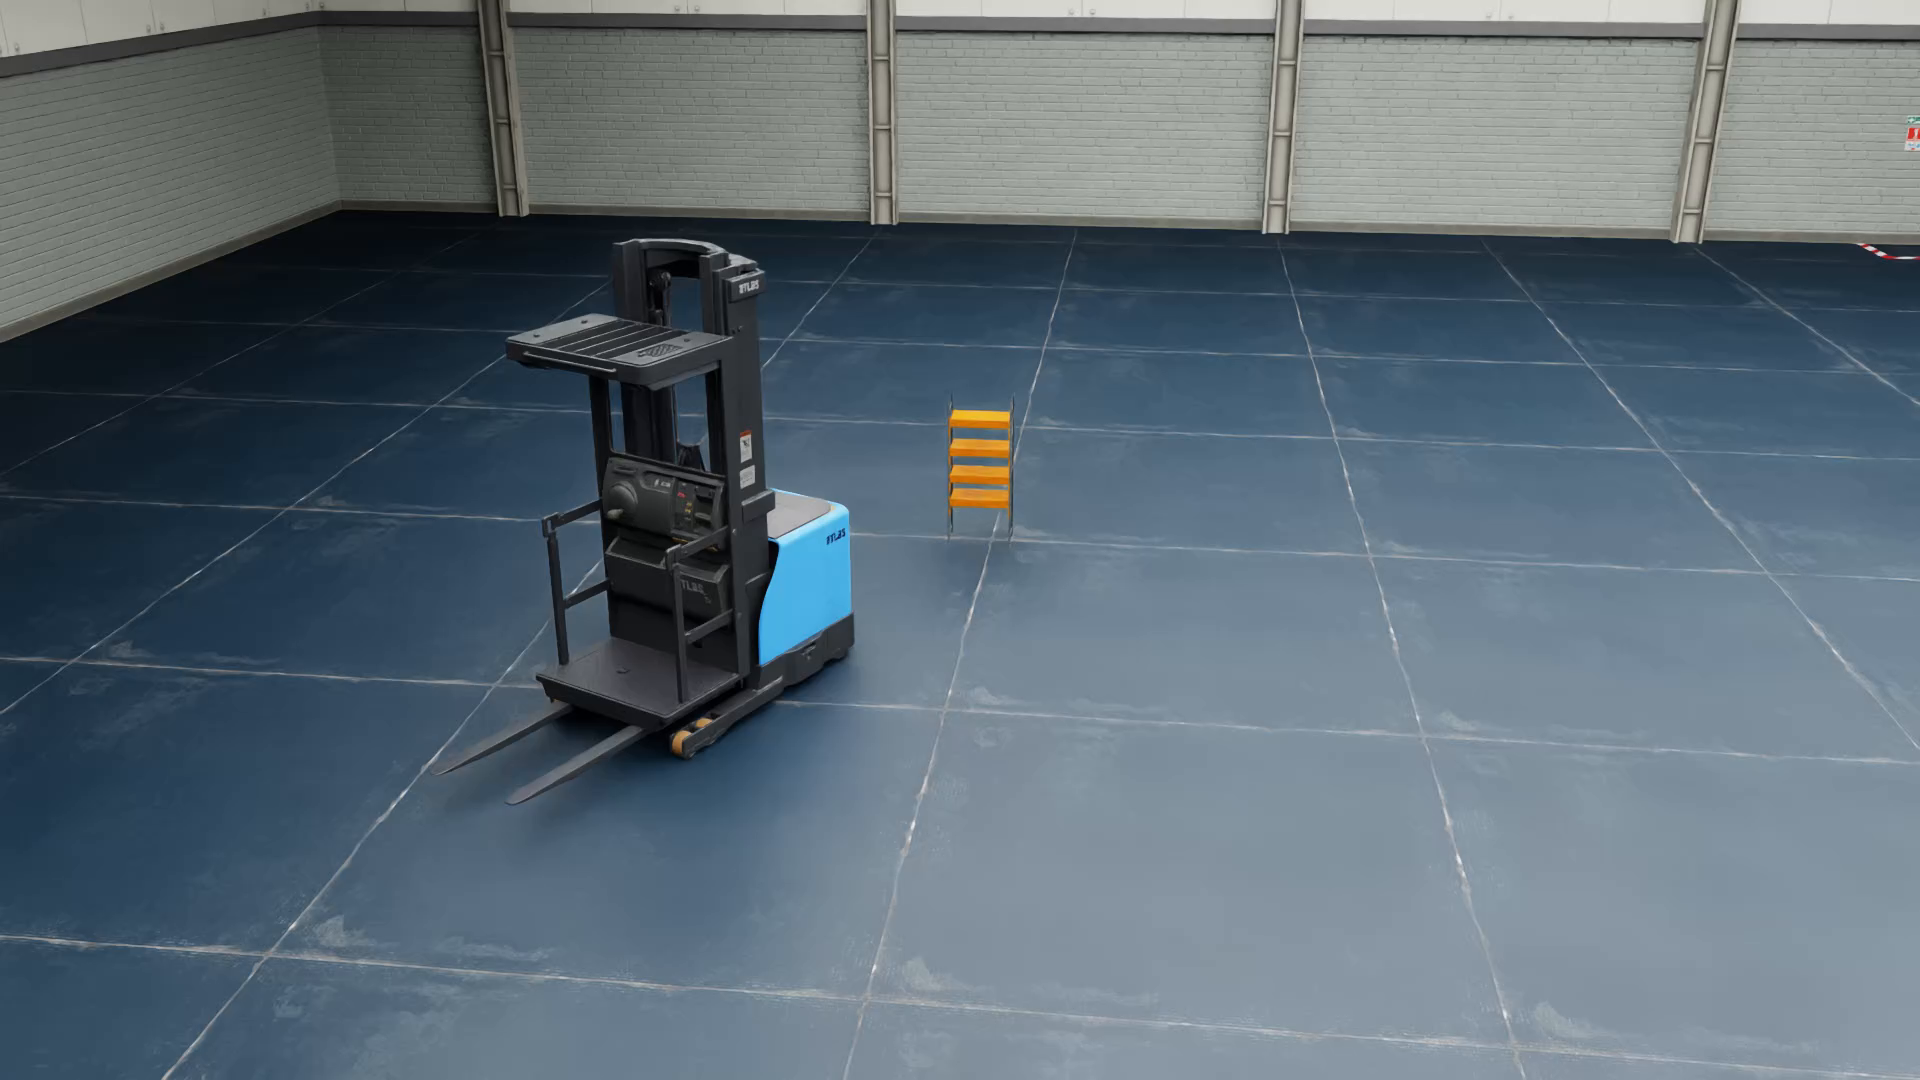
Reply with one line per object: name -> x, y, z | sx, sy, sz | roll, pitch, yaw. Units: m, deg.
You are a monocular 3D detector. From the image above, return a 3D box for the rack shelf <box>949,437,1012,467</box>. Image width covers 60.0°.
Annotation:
rack shelf -> 0.164, -0.696, 13.144 | 0.480, 0.148, 0.258 | 2, 22, 6

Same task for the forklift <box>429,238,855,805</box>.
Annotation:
forklift -> -1.938, -0.234, 10.046 | 1.130, 2.935, 3.031 | 13, 25, 30

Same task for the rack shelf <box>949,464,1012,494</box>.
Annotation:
rack shelf -> 0.164, -0.488, 13.226 | 0.480, 0.148, 0.258 | 2, 22, 6

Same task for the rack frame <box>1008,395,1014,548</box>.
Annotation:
rack frame -> 0.407, -0.540, 13.174 | 0.015, 1.200, 0.240 | 2, 22, 6

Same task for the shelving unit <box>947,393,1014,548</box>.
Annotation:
shelving unit -> 0.164, -0.551, 13.201 | 0.503, 1.200, 0.258 | 2, 22, 6

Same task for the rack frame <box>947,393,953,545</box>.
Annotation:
rack frame -> -0.078, -0.561, 13.228 | 0.015, 1.200, 0.240 | 2, 22, 6

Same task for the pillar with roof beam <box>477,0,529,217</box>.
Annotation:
pillar with roof beam -> -7.636, -7.819, 20.976 | 0.400, 9.000, 9.100 | 2, 22, 6

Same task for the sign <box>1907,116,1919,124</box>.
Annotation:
sign -> 13.721, -6.004, 23.777 | 0.331, 0.109, 0.001 | 2, 22, 6

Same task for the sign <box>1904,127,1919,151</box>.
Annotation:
sign -> 13.717, -5.761, 23.883 | 0.234, 0.329, 0.001 | 2, 22, 6

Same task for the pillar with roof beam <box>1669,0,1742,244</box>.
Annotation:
pillar with roof beam -> 10.239, -7.040, 19.007 | 0.400, 9.000, 9.100 | 2, 22, 6

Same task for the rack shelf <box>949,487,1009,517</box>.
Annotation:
rack shelf -> 0.164, -0.304, 13.299 | 0.480, 0.148, 0.258 | 2, 22, 6

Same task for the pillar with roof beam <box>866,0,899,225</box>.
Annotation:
pillar with roof beam -> -1.678, -7.559, 20.320 | 0.400, 9.000, 9.100 | 2, 22, 6

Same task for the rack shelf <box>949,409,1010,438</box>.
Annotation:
rack shelf -> 0.164, -0.916, 13.057 | 0.480, 0.148, 0.258 | 2, 22, 6

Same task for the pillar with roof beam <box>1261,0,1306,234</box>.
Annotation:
pillar with roof beam -> 4.281, -7.299, 19.663 | 0.400, 9.000, 9.100 | 2, 22, 6
